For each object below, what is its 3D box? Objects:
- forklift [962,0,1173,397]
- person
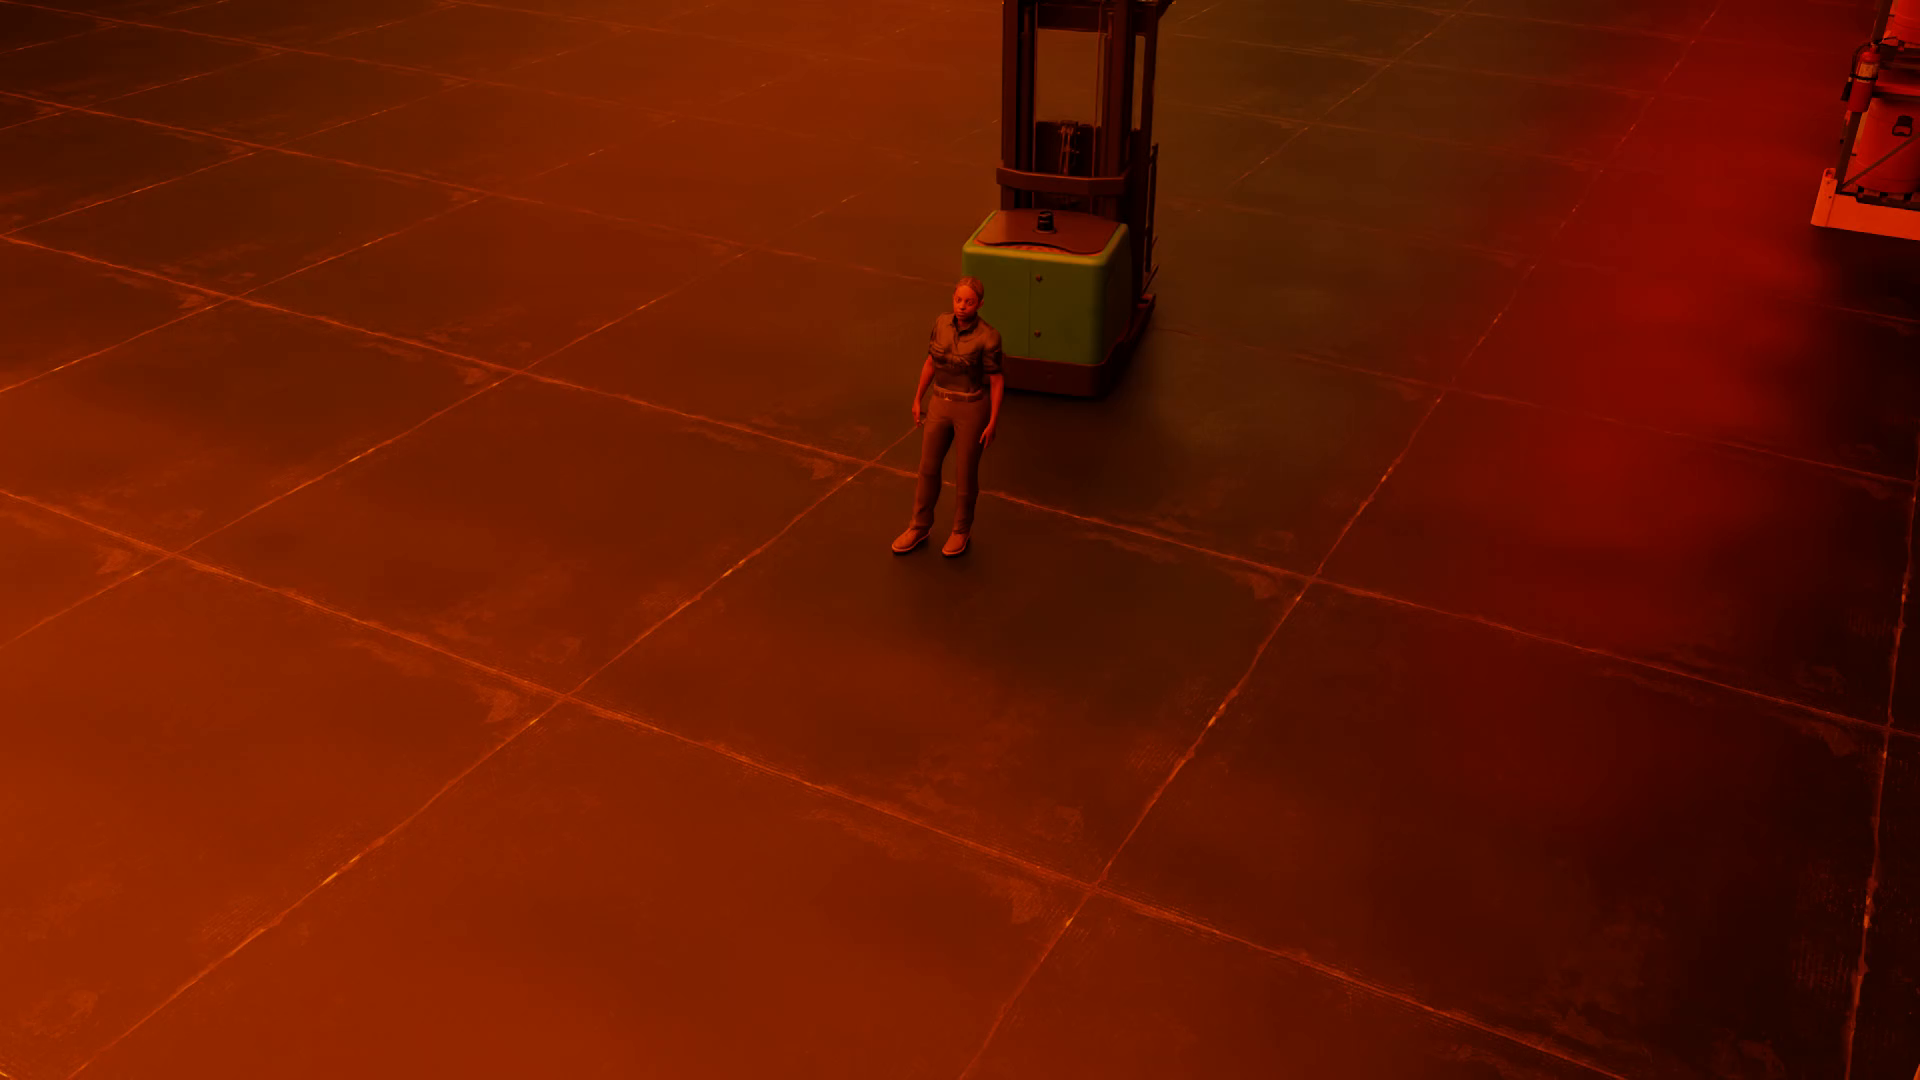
[{"bbox_3d":[0.908,-2.987,12.246,1.130,2.935,3.031,8,31,14],"label":"forklift"},{"bbox_3d":[-0.060,-0.689,9.527,0.570,1.656,0.503,15,33,25],"label":"person"}]
